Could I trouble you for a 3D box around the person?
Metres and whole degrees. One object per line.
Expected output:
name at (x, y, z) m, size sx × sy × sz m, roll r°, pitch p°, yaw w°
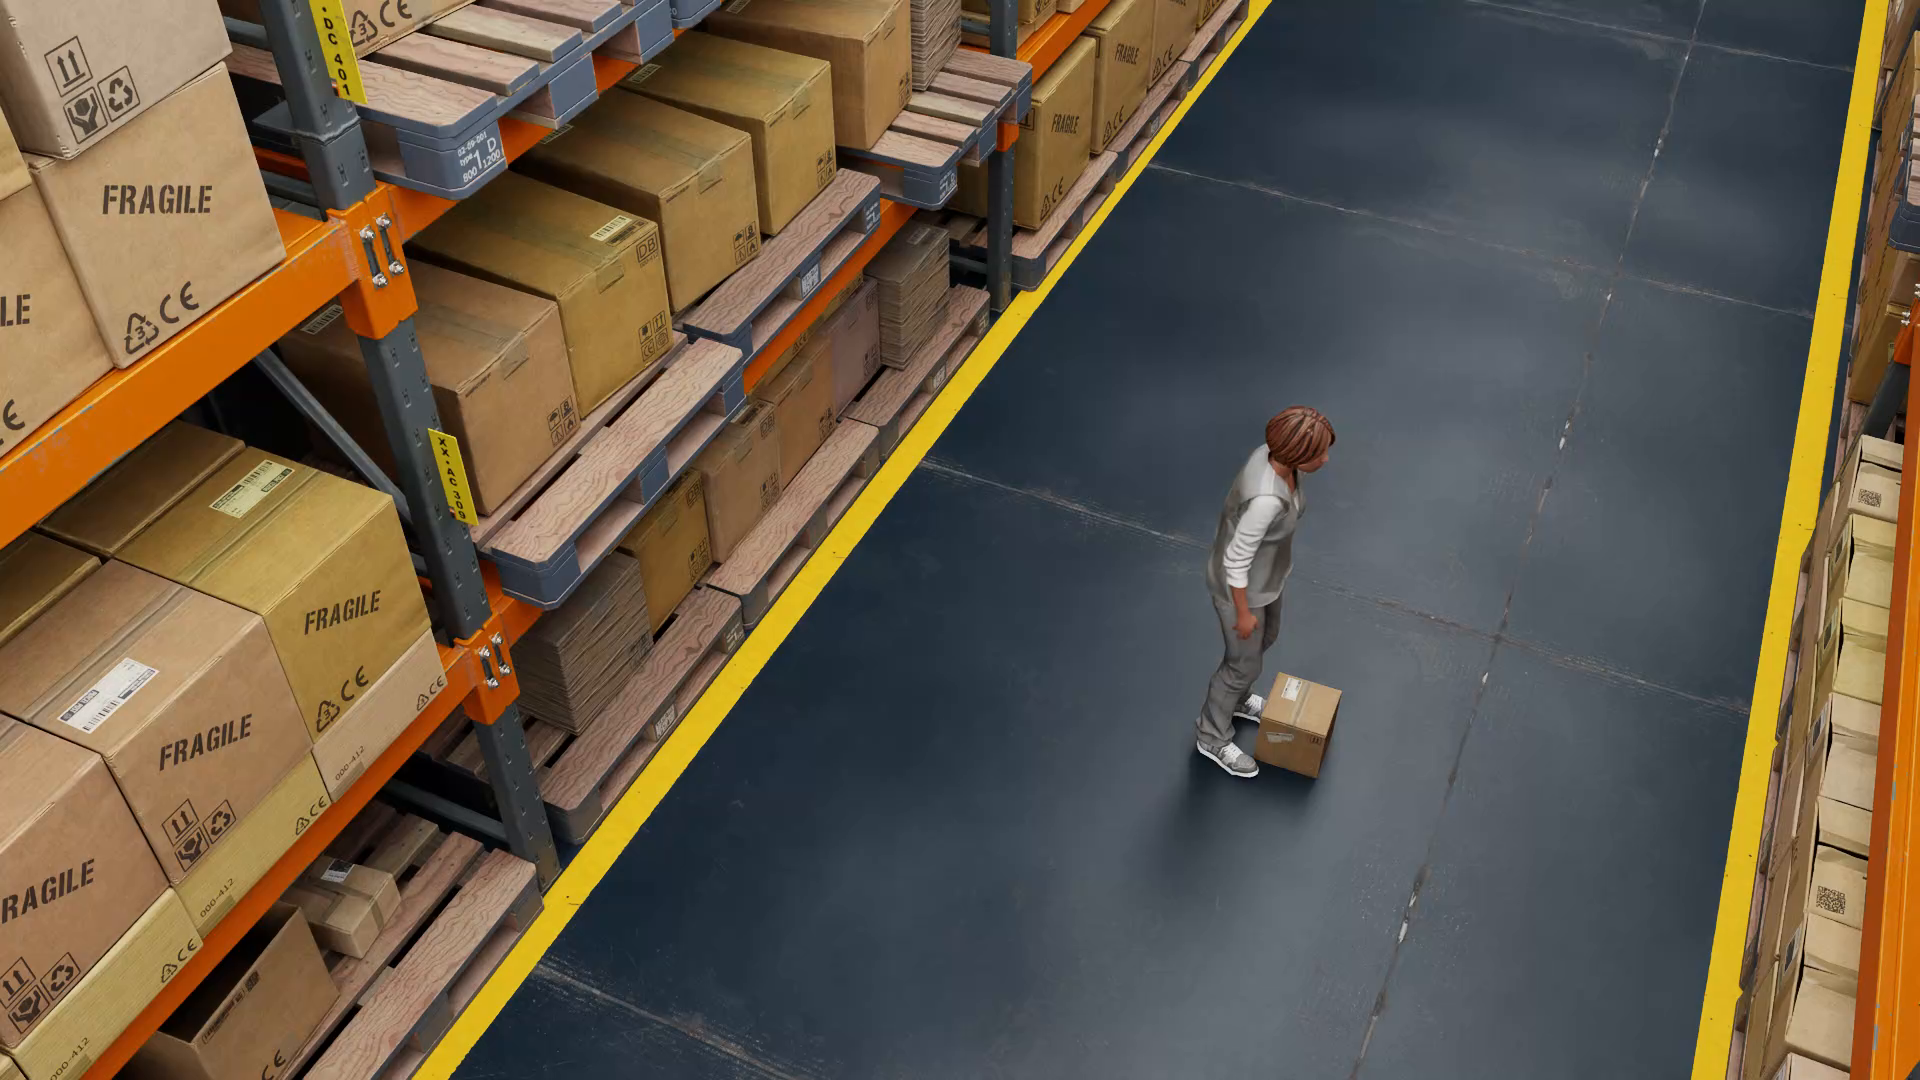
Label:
person at (1.068, 0.159, 6.004) m, size 0.347 × 1.581 × 0.459 m, roll 18°, pitch 45°, yaw 18°
